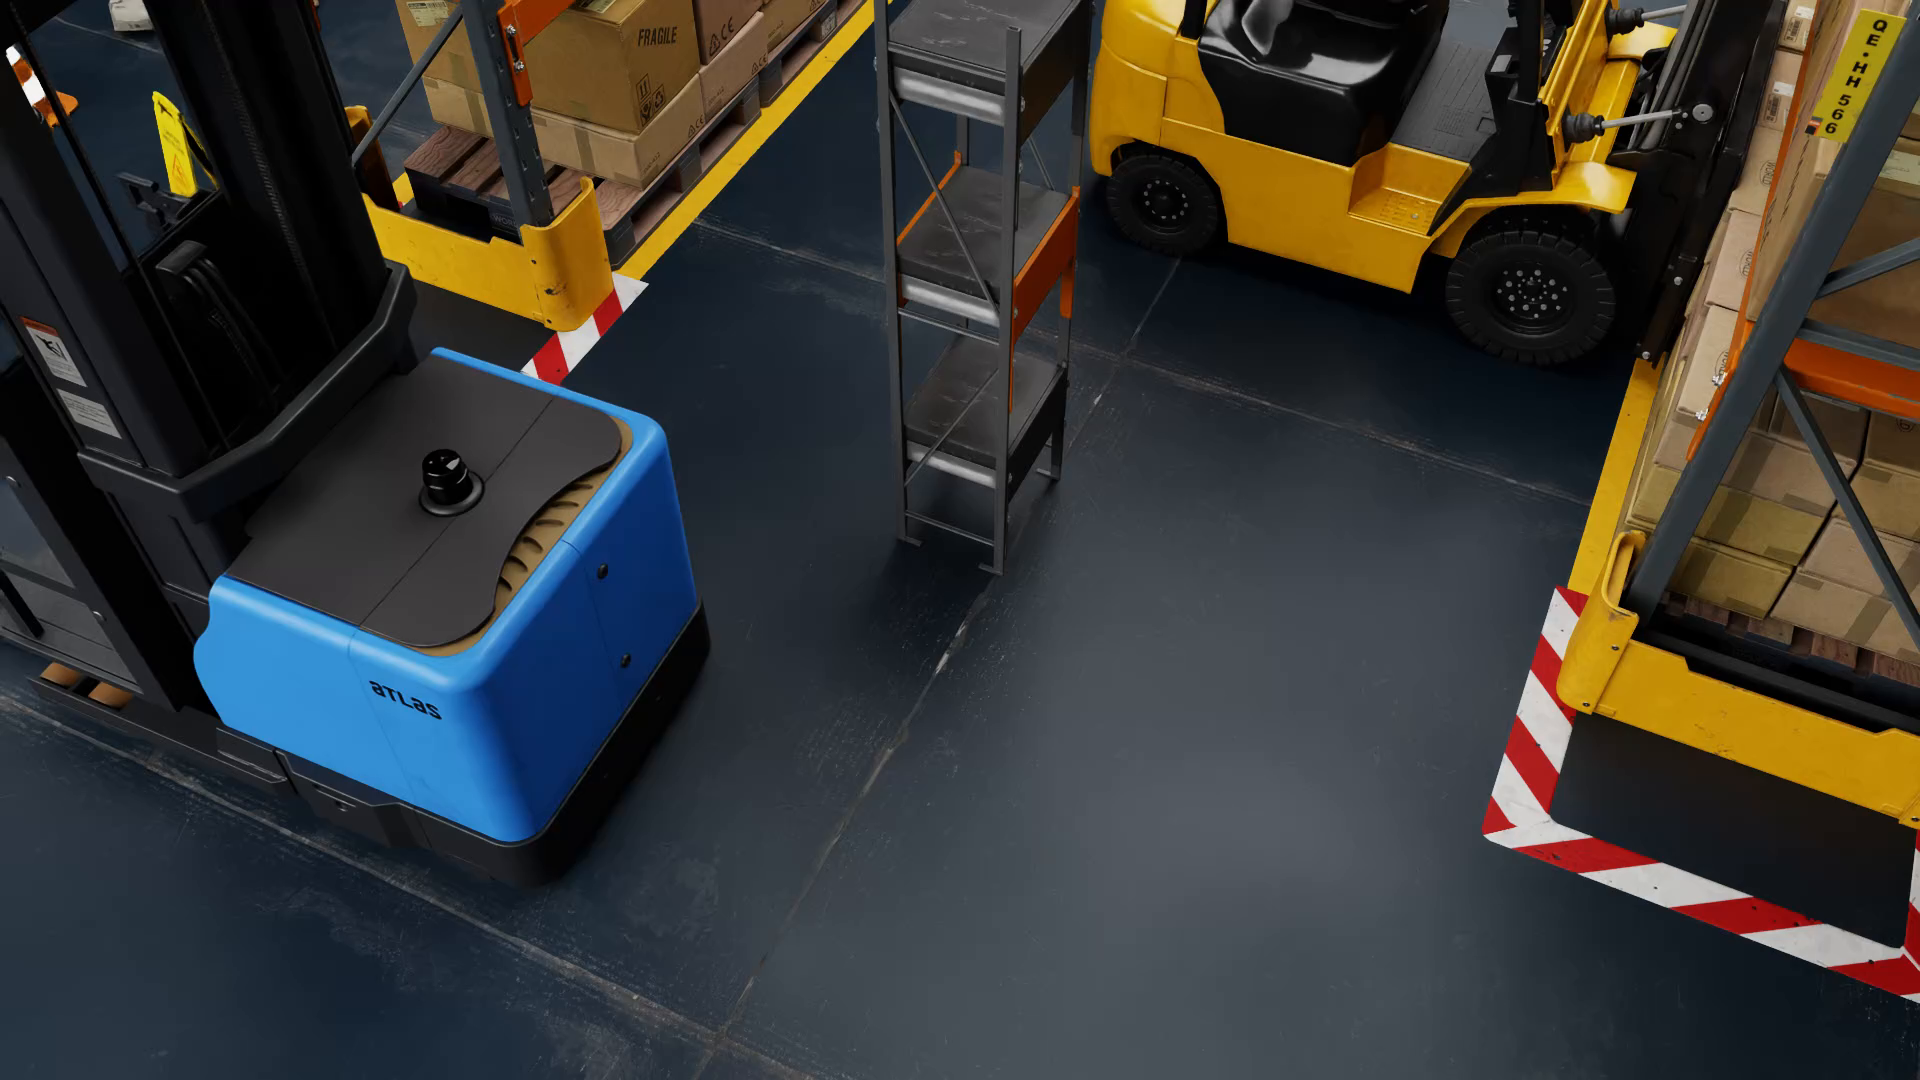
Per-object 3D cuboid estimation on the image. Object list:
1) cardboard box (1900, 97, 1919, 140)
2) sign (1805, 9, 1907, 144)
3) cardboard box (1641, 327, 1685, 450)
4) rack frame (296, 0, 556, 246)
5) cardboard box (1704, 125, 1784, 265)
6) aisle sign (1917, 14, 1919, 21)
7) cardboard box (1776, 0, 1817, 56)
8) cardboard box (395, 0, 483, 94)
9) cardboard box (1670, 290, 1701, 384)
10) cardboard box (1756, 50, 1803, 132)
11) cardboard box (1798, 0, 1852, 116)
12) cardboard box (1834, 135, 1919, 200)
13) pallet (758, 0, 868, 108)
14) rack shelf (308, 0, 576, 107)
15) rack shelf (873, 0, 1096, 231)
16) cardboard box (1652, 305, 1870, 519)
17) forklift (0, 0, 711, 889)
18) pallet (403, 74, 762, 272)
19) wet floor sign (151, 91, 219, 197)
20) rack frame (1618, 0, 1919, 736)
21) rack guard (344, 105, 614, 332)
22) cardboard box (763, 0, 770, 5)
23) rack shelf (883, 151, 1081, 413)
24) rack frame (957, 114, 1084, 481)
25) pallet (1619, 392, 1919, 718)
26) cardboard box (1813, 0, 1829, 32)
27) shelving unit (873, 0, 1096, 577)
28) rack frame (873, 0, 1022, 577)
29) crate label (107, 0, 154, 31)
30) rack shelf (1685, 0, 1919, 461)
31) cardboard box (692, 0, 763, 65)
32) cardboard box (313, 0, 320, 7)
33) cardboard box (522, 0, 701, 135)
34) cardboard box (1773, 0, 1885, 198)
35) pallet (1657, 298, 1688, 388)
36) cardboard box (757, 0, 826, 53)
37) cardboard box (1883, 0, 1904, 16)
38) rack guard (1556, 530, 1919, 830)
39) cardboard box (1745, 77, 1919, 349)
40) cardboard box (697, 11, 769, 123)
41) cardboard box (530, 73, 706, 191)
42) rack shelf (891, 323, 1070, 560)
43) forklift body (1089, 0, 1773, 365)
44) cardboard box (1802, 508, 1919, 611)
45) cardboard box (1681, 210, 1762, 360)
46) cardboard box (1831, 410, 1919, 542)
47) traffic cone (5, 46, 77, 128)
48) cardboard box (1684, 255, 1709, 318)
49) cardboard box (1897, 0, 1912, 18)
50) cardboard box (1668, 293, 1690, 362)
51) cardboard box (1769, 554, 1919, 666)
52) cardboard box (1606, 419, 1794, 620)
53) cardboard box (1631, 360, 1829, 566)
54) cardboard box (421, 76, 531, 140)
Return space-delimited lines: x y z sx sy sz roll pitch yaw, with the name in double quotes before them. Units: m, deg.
"cardboard box" 2.466 -1.058 3.994 0.380 0.149 0.250 20 52 16
"sign" 2.019 -1.042 3.751 0.100 0.325 0.005 20 52 16
"cardboard box" 2.640 -0.414 5.663 0.500 0.250 0.500 20 52 16
"rack frame" -1.986 -2.016 5.496 1.000 3.000 0.127 20 52 16
"cardboard box" 2.838 -1.095 5.586 0.500 0.250 0.500 20 53 17
"aisle sign" 2.210 -1.296 3.176 0.394 0.787 0.004 20 52 16
"cardboard box" 3.293 -1.801 6.186 0.500 0.250 0.500 21 53 17
"cardboard box" -1.879 -2.140 6.639 0.500 0.500 0.500 20 53 16
"cardboard box" 2.653 -0.589 5.483 0.500 0.250 0.500 19 52 16
"cardboard box" 3.061 -1.442 5.880 0.500 0.250 0.500 19 52 15
"cardboard box" 2.925 -1.567 5.048 0.500 0.500 0.500 19 52 15
"cardboard box" 2.399 -0.976 4.119 0.380 0.149 0.250 21 53 17
"pallet" -1.052 -2.550 7.781 1.003 0.211 1.213 20 52 16
"rack shelf" -1.131 -3.160 6.942 1.077 0.370 4.000 20 52 16
"rack shelf" 0.071 -1.239 4.525 0.431 0.518 0.480 20 52 16
"cardboard box" 2.419 -0.391 4.986 0.500 0.250 0.500 21 53 17
"forklift" -2.366 -0.702 4.423 3.031 2.935 1.130 19 52 15
"pallet" -1.574 -1.712 7.069 1.003 0.211 1.213 20 52 16
"wet floor sign" -3.034 -1.470 6.577 0.232 0.644 0.267 -37 59 -27
"rack frame" 2.504 -0.403 4.124 1.000 3.000 0.127 20 52 16
"rack guard" -1.953 -1.258 6.492 1.175 0.500 0.348 20 52 16
"cardboard box" -0.940 -2.690 7.107 0.500 0.500 0.500 21 53 17
"rack shelf" 0.071 -0.786 5.058 0.431 0.518 0.480 20 52 16
"rack frame" 0.175 -0.962 5.190 0.400 2.100 0.015 20 52 16
"pallet" 2.793 -0.040 5.645 1.003 0.211 1.213 20 52 16
"cardboard box" 3.130 -1.917 5.346 0.500 0.500 0.500 20 53 16
"shelving unit" 0.071 -0.794 5.047 0.431 2.100 0.503 20 52 16
"rack frame" -0.034 -0.626 4.904 0.400 2.100 0.015 20 52 16
"crate label" -3.837 -2.493 7.781 0.250 0.136 0.298 -4 50 -3
"rack shelf" 3.358 -1.547 5.570 1.077 0.370 4.000 20 52 16
"cardboard box" -1.162 -2.347 6.815 0.500 0.500 0.500 18 52 15
"cardboard box" -3.252 -2.651 7.908 0.250 0.149 0.380 -28 55 -22
"cardboard box" -1.381 -1.986 6.508 0.500 0.500 0.500 18 52 15
"cardboard box" 2.707 -1.214 4.748 0.500 0.500 0.500 21 53 17
"pallet" 3.315 -0.877 6.358 1.003 0.211 1.213 20 52 16
"cardboard box" -0.944 -2.455 7.399 0.500 0.250 0.500 23 53 18
"cardboard box" 2.631 -1.427 4.307 0.380 0.149 0.250 21 53 17
"rack guard" 2.494 0.423 5.062 1.175 0.500 0.348 20 52 16
"cardboard box" 2.477 -0.860 4.447 0.500 0.500 0.500 19 52 15
"cardboard box" -1.166 -2.075 7.076 0.500 0.250 0.500 22 53 17
"cardboard box" -1.391 -1.726 6.779 0.500 0.250 0.500 19 52 16
"rack shelf" 0.071 -0.332 5.591 0.431 0.518 0.480 20 52 16
"forklift body" 1.664 -2.028 6.063 2.313 2.155 1.214 20 52 16
"cardboard box" 2.893 -0.067 5.039 0.500 0.250 0.500 21 53 17
"cardboard box" 2.631 -0.745 5.287 0.500 0.250 0.500 21 53 17
"cardboard box" 2.880 -0.242 4.859 0.500 0.250 0.500 19 52 16
"traffic cone" -4.117 -2.037 7.179 0.336 0.463 0.334 20 52 16
"cardboard box" 2.855 -0.952 5.792 0.500 0.250 0.500 19 52 15
"cardboard box" 2.544 -1.238 4.147 0.380 0.149 0.250 20 52 16
"cardboard box" 2.862 -0.756 5.953 0.500 0.250 0.500 20 53 16
"cardboard box" 2.890 0.077 5.245 0.500 0.250 0.500 20 52 16
"cardboard box" 2.419 -0.075 5.374 0.500 0.250 0.500 20 53 16
"cardboard box" 2.429 -0.247 5.192 0.500 0.250 0.500 19 52 16
"cardboard box" -1.873 -1.922 6.945 0.500 0.250 0.500 20 52 16
